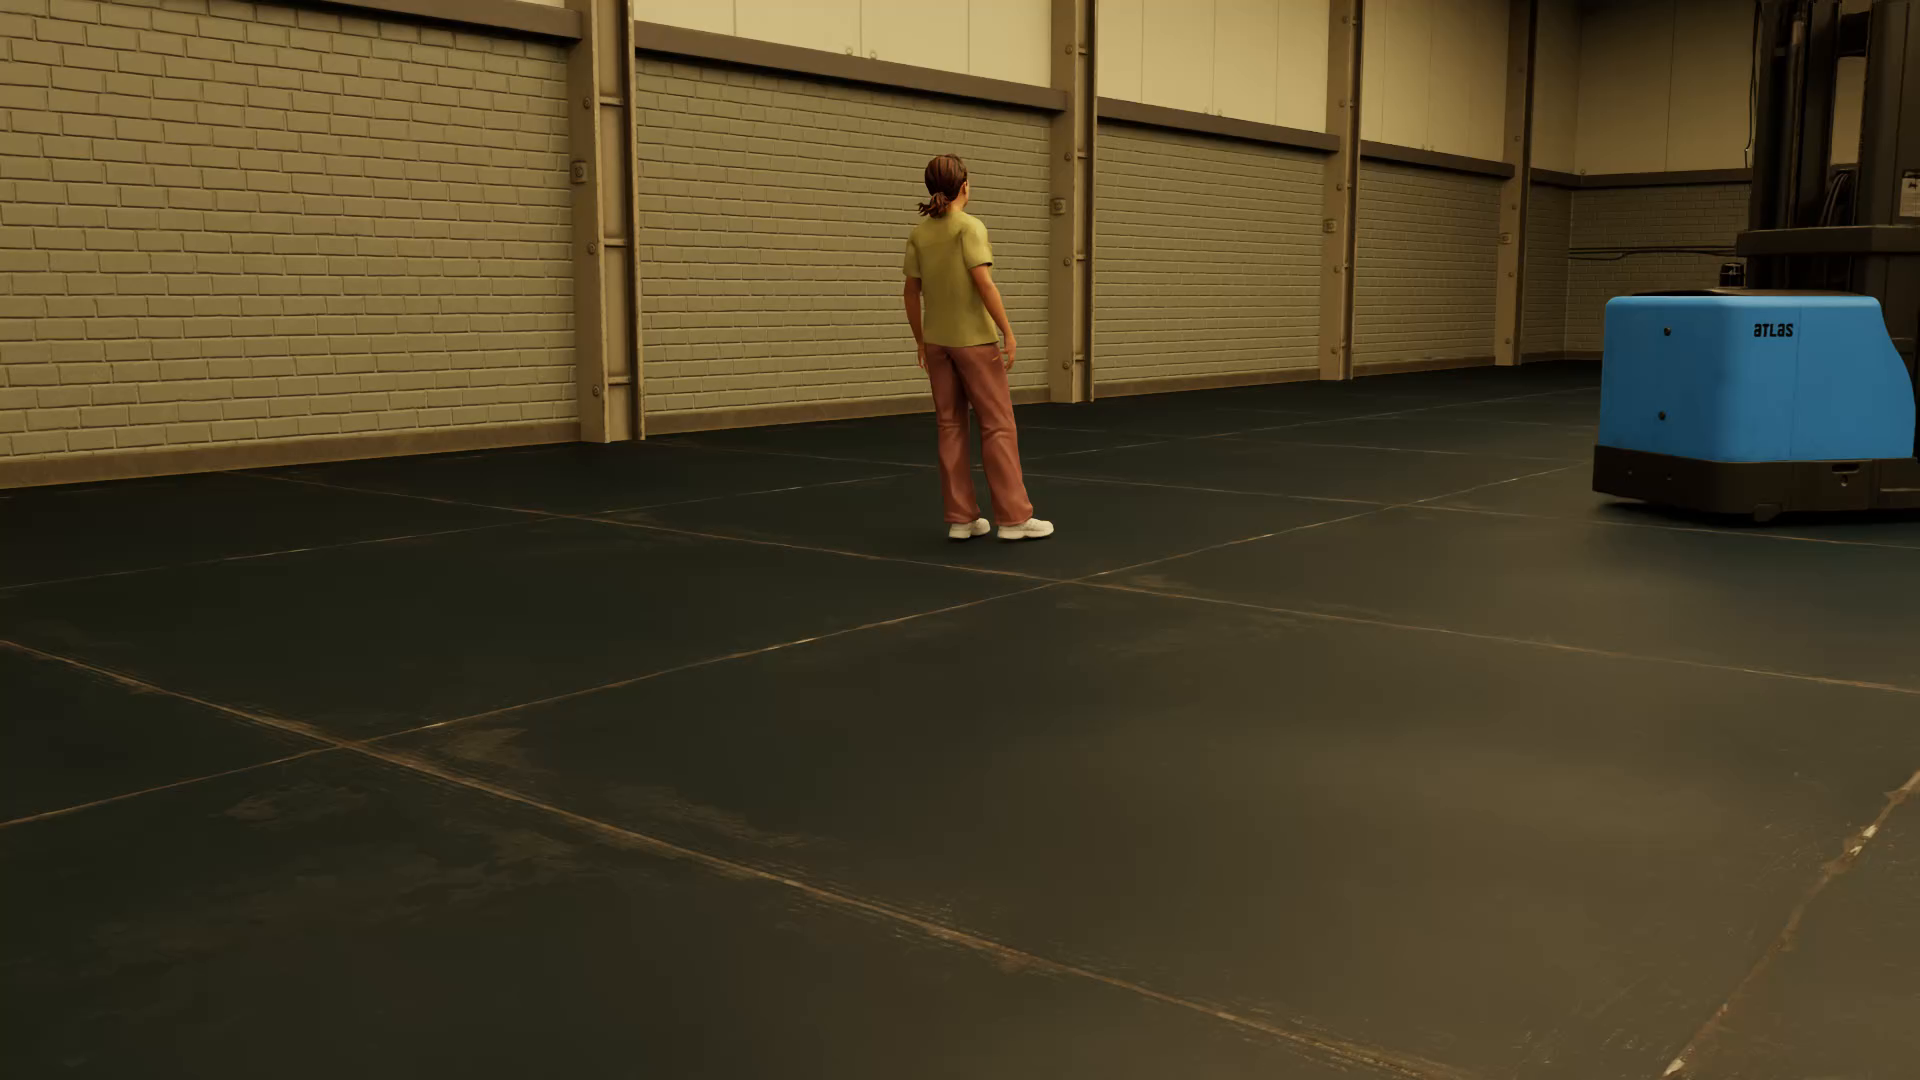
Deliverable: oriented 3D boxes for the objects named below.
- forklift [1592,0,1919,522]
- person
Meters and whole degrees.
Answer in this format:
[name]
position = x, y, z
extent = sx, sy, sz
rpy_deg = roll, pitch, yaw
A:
[forklift]
position = 4.866, -1.624, 8.382
extent = 3.031, 2.935, 1.130
rpy_deg = -2, 9, -14
[person]
position = 0.056, -0.844, 7.332
extent = 0.553, 1.673, 0.548
rpy_deg = 7, 11, 38
